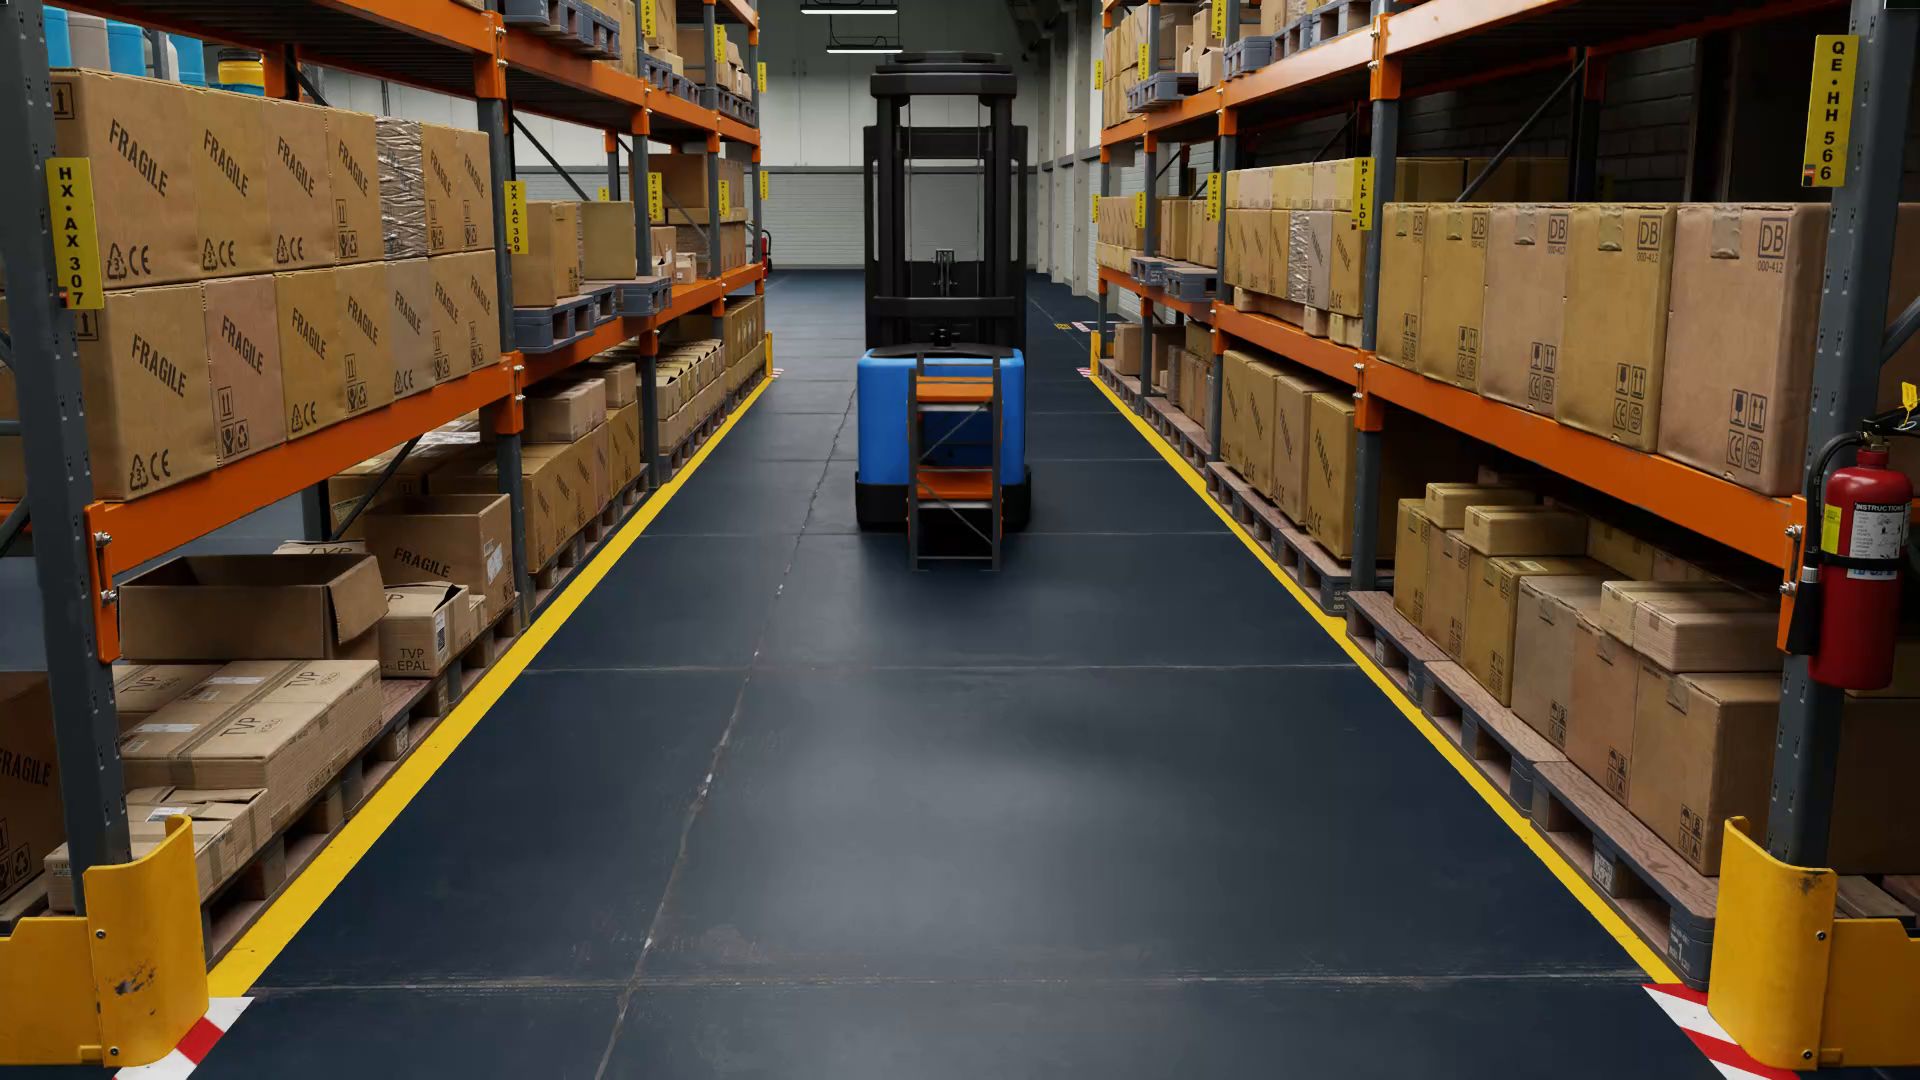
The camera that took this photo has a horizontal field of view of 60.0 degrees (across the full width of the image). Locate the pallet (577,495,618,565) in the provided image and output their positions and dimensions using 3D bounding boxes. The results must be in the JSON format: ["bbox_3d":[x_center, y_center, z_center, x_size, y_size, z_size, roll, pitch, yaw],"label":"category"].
[{"bbox_3d":[-2.647,-0.076,9.901,1.003,0.211,1.213,0,11,-1],"label":"pallet"}]

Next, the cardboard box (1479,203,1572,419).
[{"bbox_3d":[2.418,-0.808,5.744,0.980,0.700,0.700,-1,11,-4],"label":"cardboard box"}]

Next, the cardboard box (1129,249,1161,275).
[{"bbox_3d":[1.910,-2.678,16.043,0.500,0.250,0.500,0,11,-1],"label":"cardboard box"}]

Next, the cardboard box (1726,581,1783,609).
[{"bbox_3d":[2.548,0.222,5.018,0.380,0.149,0.250,0,11,-1],"label":"cardboard box"}]

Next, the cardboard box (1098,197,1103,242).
[{"bbox_3d":[1.850,-3.652,18.956,0.500,0.500,0.500,0,11,-1],"label":"cardboard box"}]

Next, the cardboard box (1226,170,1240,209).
[{"bbox_3d":[2.058,-2.329,11.059,0.500,0.250,0.500,0,11,0],"label":"cardboard box"}]

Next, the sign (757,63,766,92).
[{"bbox_3d":[-2.269,-5.288,19.007,0.100,0.325,0.005,0,11,-1],"label":"sign"}]

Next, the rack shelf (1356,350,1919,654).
[{"bbox_3d":[2.430,-0.309,5.845,1.077,0.370,4.000,0,11,-1],"label":"rack shelf"}]

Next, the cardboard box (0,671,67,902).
[{"bbox_3d":[-2.739,0.660,4.443,0.500,0.500,0.500,0,11,-1],"label":"cardboard box"}]

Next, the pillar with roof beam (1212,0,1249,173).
[{"bbox_3d":[-1.284,-6.231,18.140,9.100,9.000,0.400,0,11,-1],"label":"pillar with roof beam"}]

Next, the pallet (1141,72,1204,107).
[{"bbox_3d":[2.154,-3.698,13.669,1.213,0.211,1.003,0,11,-1],"label":"pallet"}]

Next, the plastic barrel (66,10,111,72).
[{"bbox_3d":[-7.441,-4.094,13.889,0.600,0.901,0.600,0,11,0],"label":"plastic barrel"}]

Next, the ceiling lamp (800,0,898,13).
[{"bbox_3d":[-2.291,-12.473,34.228,2.000,3.185,0.800,0,11,-1],"label":"ceiling lamp"}]

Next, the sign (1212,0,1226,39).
[{"bbox_3d":[1.763,-3.576,11.294,0.100,0.325,0.005,0,11,-1],"label":"sign"}]

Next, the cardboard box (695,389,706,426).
[{"bbox_3d":[-2.402,-1.102,13.804,0.500,0.250,0.500,0,11,0],"label":"cardboard box"}]

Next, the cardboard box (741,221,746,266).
[{"bbox_3d":[-2.815,-3.379,18.920,0.700,0.500,0.500,0,11,-1],"label":"cardboard box"}]

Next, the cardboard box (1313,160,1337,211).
[{"bbox_3d":[2.122,-1.824,8.571,0.500,0.250,0.500,0,11,0],"label":"cardboard box"}]

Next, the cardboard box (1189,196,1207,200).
[{"bbox_3d":[2.422,-3.047,15.975,0.500,0.500,0.500,-1,11,-2],"label":"cardboard box"}]

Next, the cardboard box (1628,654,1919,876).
[{"bbox_3d":[2.357,0.617,4.705,0.700,0.500,0.500,0,11,-1],"label":"cardboard box"}]

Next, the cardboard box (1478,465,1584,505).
[{"bbox_3d":[2.497,-0.238,7.287,0.380,0.149,0.250,0,11,-1],"label":"cardboard box"}]

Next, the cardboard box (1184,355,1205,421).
[{"bbox_3d":[2.286,-1.289,14.050,0.700,0.500,0.500,0,11,-1],"label":"cardboard box"}]

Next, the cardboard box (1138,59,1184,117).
[{"bbox_3d":[1.966,-4.278,15.754,0.500,0.500,0.500,0,11,0],"label":"cardboard box"}]

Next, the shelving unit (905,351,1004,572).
[{"bbox_3d":[-0.019,-0.477,9.582,0.538,1.125,1.048,0,11,1],"label":"shelving unit"}]

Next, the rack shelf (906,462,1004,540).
[{"bbox_3d":[-0.019,-0.237,9.630,0.538,0.278,1.000,0,11,1],"label":"rack shelf"}]

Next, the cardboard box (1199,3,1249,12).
[{"bbox_3d":[2.499,-4.766,15.649,0.500,0.500,0.500,0,11,0],"label":"cardboard box"}]

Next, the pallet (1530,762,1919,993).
[{"bbox_3d":[2.376,0.944,4.873,1.003,0.211,1.213,0,11,-1],"label":"pallet"}]

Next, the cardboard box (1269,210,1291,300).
[{"bbox_3d":[2.089,-1.655,9.621,0.500,0.500,0.500,0,11,0],"label":"cardboard box"}]

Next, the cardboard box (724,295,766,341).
[{"bbox_3d":[-2.503,-2.543,19.025,0.500,0.500,0.500,0,11,-1],"label":"cardboard box"}]

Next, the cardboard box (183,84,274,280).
[{"bbox_3d":[-2.245,-0.975,4.553,0.500,0.500,0.500,0,11,-1],"label":"cardboard box"}]

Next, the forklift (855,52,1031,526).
[{"bbox_3d":[-0.090,-1.771,11.416,1.130,2.935,3.031,0,11,1],"label":"forklift"}]

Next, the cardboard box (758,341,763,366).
[{"bbox_3d":[-2.483,-2.077,18.610,0.500,0.250,0.500,0,11,-1],"label":"cardboard box"}]

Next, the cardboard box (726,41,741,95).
[{"bbox_3d":[-2.637,-4.751,16.720,0.797,0.503,0.637,1,12,5],"label":"cardboard box"}]

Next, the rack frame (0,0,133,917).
[{"bbox_3d":[-2.481,-0.243,3.710,1.000,3.000,0.127,0,11,-1],"label":"rack frame"}]

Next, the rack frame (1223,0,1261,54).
[{"bbox_3d":[2.306,-4.794,11.056,1.000,3.000,0.127,0,11,-1],"label":"rack frame"}]

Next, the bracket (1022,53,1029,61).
[{"bbox_3d":[1.987,-14.528,49.985,0.235,0.232,0.430,0,11,-1],"label":"bracket"}]

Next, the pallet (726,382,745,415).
[{"bbox_3d":[-2.704,-1.420,16.526,1.003,0.211,1.213,0,11,-1],"label":"pallet"}]

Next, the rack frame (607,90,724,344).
[{"bbox_3d":[-2.729,-2.628,15.468,1.000,3.000,0.127,0,11,-1],"label":"rack frame"}]

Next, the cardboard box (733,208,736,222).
[{"bbox_3d":[-2.585,-3.457,17.674,0.380,0.149,0.250,0,11,0],"label":"cardboard box"}]

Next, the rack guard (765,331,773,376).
[{"bbox_3d":[-2.813,-2.203,19.660,1.175,0.500,0.348,0,11,-1],"label":"rack guard"}]

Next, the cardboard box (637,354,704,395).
[{"bbox_3d":[-2.403,-1.379,13.762,0.500,0.311,0.500,0,11,-2],"label":"cardboard box"}]

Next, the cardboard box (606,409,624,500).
[{"bbox_3d":[-2.382,-0.536,10.335,0.500,0.500,0.500,-1,11,-3],"label":"cardboard box"}]

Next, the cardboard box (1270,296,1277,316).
[{"bbox_3d":[2.141,-1.470,10.341,0.380,0.149,0.250,0,11,0],"label":"cardboard box"}]

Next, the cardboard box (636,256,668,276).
[{"bbox_3d":[-2.472,-1.968,12.438,0.500,0.311,0.500,0,11,-2],"label":"cardboard box"}]

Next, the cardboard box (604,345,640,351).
[{"bbox_3d":[-2.965,-1.578,14.744,0.500,0.311,0.500,0,11,-2],"label":"cardboard box"}]

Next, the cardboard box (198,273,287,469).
[{"bbox_3d":[-2.243,-0.483,4.646,0.500,0.500,0.500,0,11,-2],"label":"cardboard box"}]

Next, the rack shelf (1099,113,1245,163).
[{"bbox_3d":[2.182,-4.164,17.305,1.077,0.370,4.000,0,11,-1],"label":"rack shelf"}]

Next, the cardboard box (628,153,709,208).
[{"bbox_3d":[-2.745,-3.401,15.764,0.700,0.500,0.500,0,11,-1],"label":"cardboard box"}]

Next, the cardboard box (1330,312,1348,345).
[{"bbox_3d":[2.070,-1.062,8.329,0.380,0.149,0.250,0,11,0],"label":"cardboard box"}]

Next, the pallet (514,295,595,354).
[{"bbox_3d":[-2.471,-1.103,8.434,1.003,0.211,1.213,0,11,-1],"label":"pallet"}]

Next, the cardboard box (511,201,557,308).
[{"bbox_3d":[-2.350,-1.388,8.047,0.700,0.500,0.500,-4,12,-20],"label":"cardboard box"}]

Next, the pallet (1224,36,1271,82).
[{"bbox_3d":[2.372,-3.104,10.744,1.213,0.211,1.003,0,11,1],"label":"pallet"}]

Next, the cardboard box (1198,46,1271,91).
[{"bbox_3d":[2.021,-3.432,12.062,0.500,0.311,0.500,0,11,-1],"label":"cardboard box"}]

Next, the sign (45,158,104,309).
[{"bbox_3d":[-1.939,-0.669,3.635,0.100,0.325,0.005,0,11,-1],"label":"sign"}]

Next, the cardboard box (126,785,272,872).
[{"bbox_3d":[-2.152,0.796,4.610,0.380,0.166,0.250,0,11,-1],"label":"cardboard box"}]

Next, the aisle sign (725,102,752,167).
[{"bbox_3d":[-2.520,-4.711,19.199,0.394,0.787,0.004,0,11,-1],"label":"aisle sign"}]

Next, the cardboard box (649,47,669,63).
[{"bbox_3d":[-2.712,-3.999,14.001,0.500,0.250,0.500,-1,12,-7],"label":"cardboard box"}]
